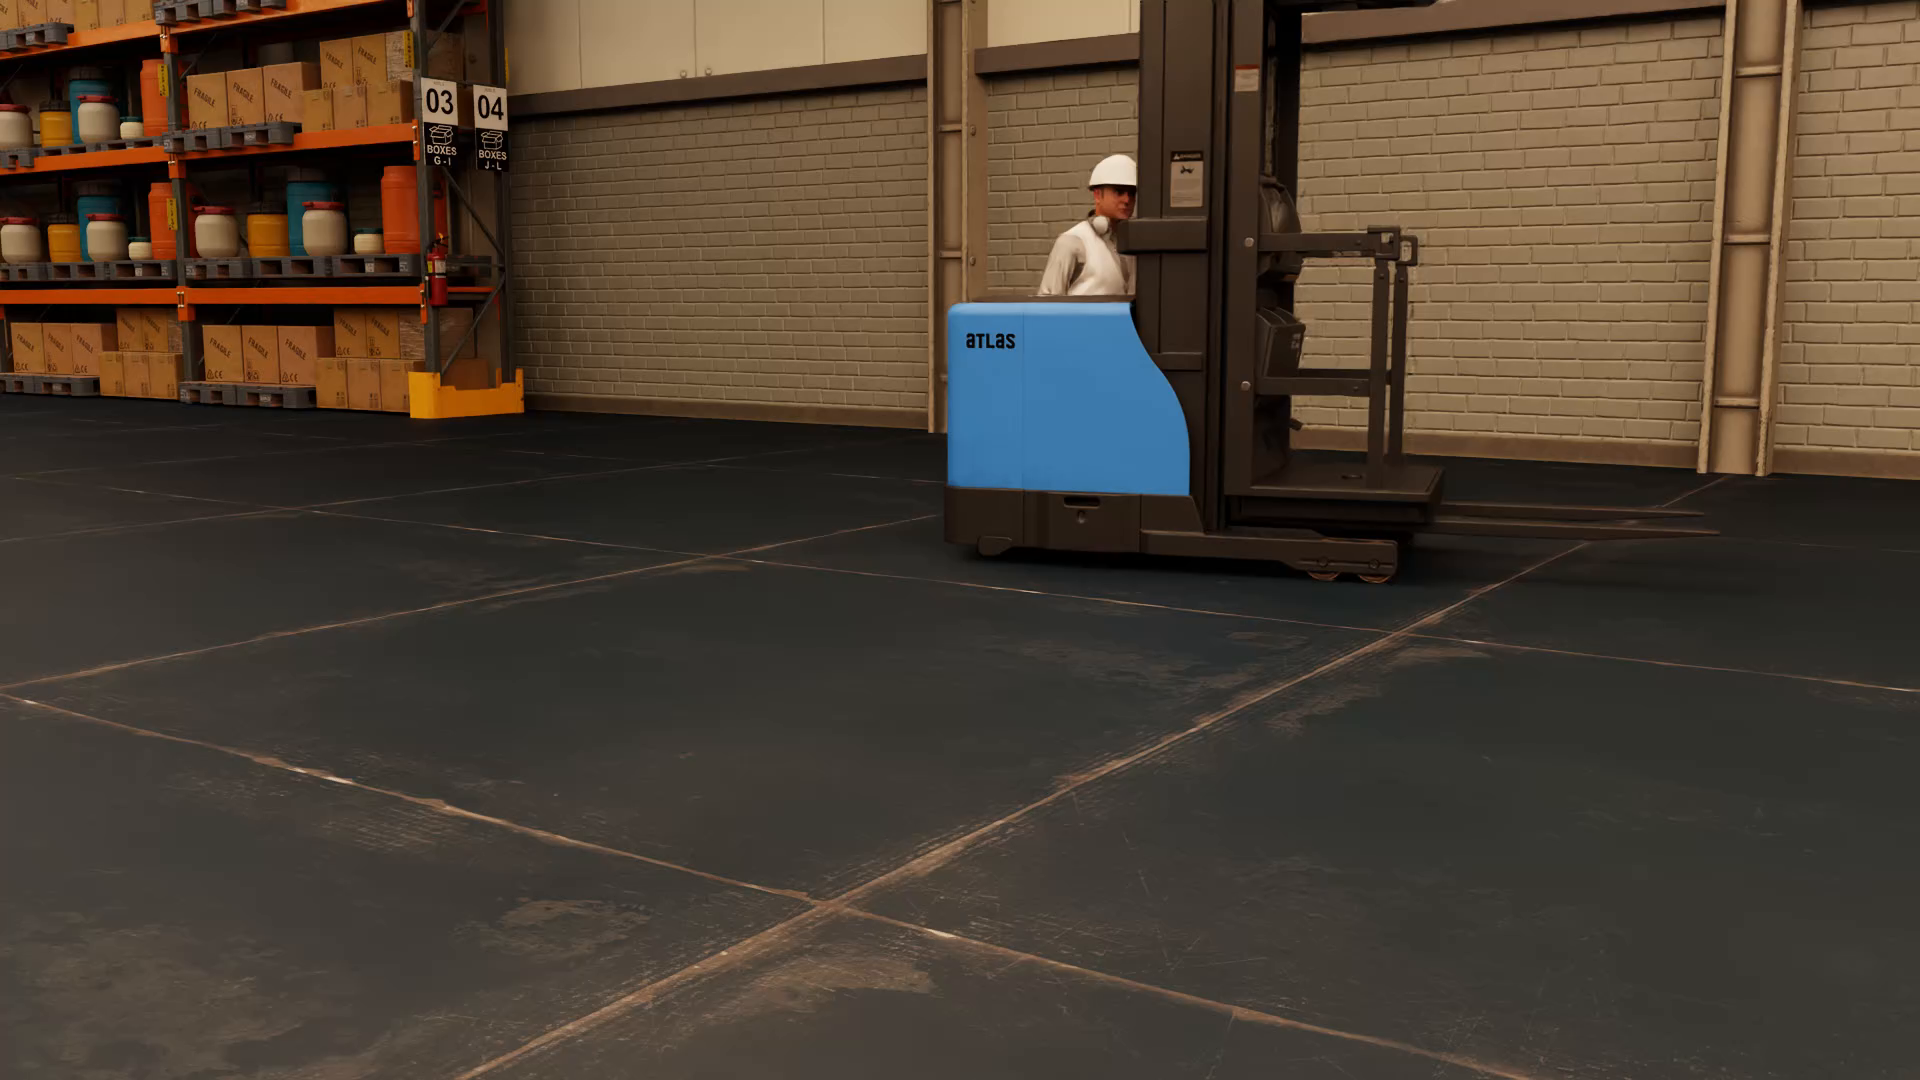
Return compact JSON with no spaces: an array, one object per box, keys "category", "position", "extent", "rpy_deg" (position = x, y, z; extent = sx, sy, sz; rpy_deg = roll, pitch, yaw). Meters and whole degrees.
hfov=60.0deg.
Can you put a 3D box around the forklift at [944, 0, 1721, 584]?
[{"category":"forklift","position":[1.507,-1.367,6.805],"extent":[3.031,2.935,1.130],"rpy_deg":[3,9,19]}]

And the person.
[{"category":"person","position":[0.712,-0.778,7.072],"extent":[0.786,1.701,0.655],"rpy_deg":[-4,9,-26]}]
